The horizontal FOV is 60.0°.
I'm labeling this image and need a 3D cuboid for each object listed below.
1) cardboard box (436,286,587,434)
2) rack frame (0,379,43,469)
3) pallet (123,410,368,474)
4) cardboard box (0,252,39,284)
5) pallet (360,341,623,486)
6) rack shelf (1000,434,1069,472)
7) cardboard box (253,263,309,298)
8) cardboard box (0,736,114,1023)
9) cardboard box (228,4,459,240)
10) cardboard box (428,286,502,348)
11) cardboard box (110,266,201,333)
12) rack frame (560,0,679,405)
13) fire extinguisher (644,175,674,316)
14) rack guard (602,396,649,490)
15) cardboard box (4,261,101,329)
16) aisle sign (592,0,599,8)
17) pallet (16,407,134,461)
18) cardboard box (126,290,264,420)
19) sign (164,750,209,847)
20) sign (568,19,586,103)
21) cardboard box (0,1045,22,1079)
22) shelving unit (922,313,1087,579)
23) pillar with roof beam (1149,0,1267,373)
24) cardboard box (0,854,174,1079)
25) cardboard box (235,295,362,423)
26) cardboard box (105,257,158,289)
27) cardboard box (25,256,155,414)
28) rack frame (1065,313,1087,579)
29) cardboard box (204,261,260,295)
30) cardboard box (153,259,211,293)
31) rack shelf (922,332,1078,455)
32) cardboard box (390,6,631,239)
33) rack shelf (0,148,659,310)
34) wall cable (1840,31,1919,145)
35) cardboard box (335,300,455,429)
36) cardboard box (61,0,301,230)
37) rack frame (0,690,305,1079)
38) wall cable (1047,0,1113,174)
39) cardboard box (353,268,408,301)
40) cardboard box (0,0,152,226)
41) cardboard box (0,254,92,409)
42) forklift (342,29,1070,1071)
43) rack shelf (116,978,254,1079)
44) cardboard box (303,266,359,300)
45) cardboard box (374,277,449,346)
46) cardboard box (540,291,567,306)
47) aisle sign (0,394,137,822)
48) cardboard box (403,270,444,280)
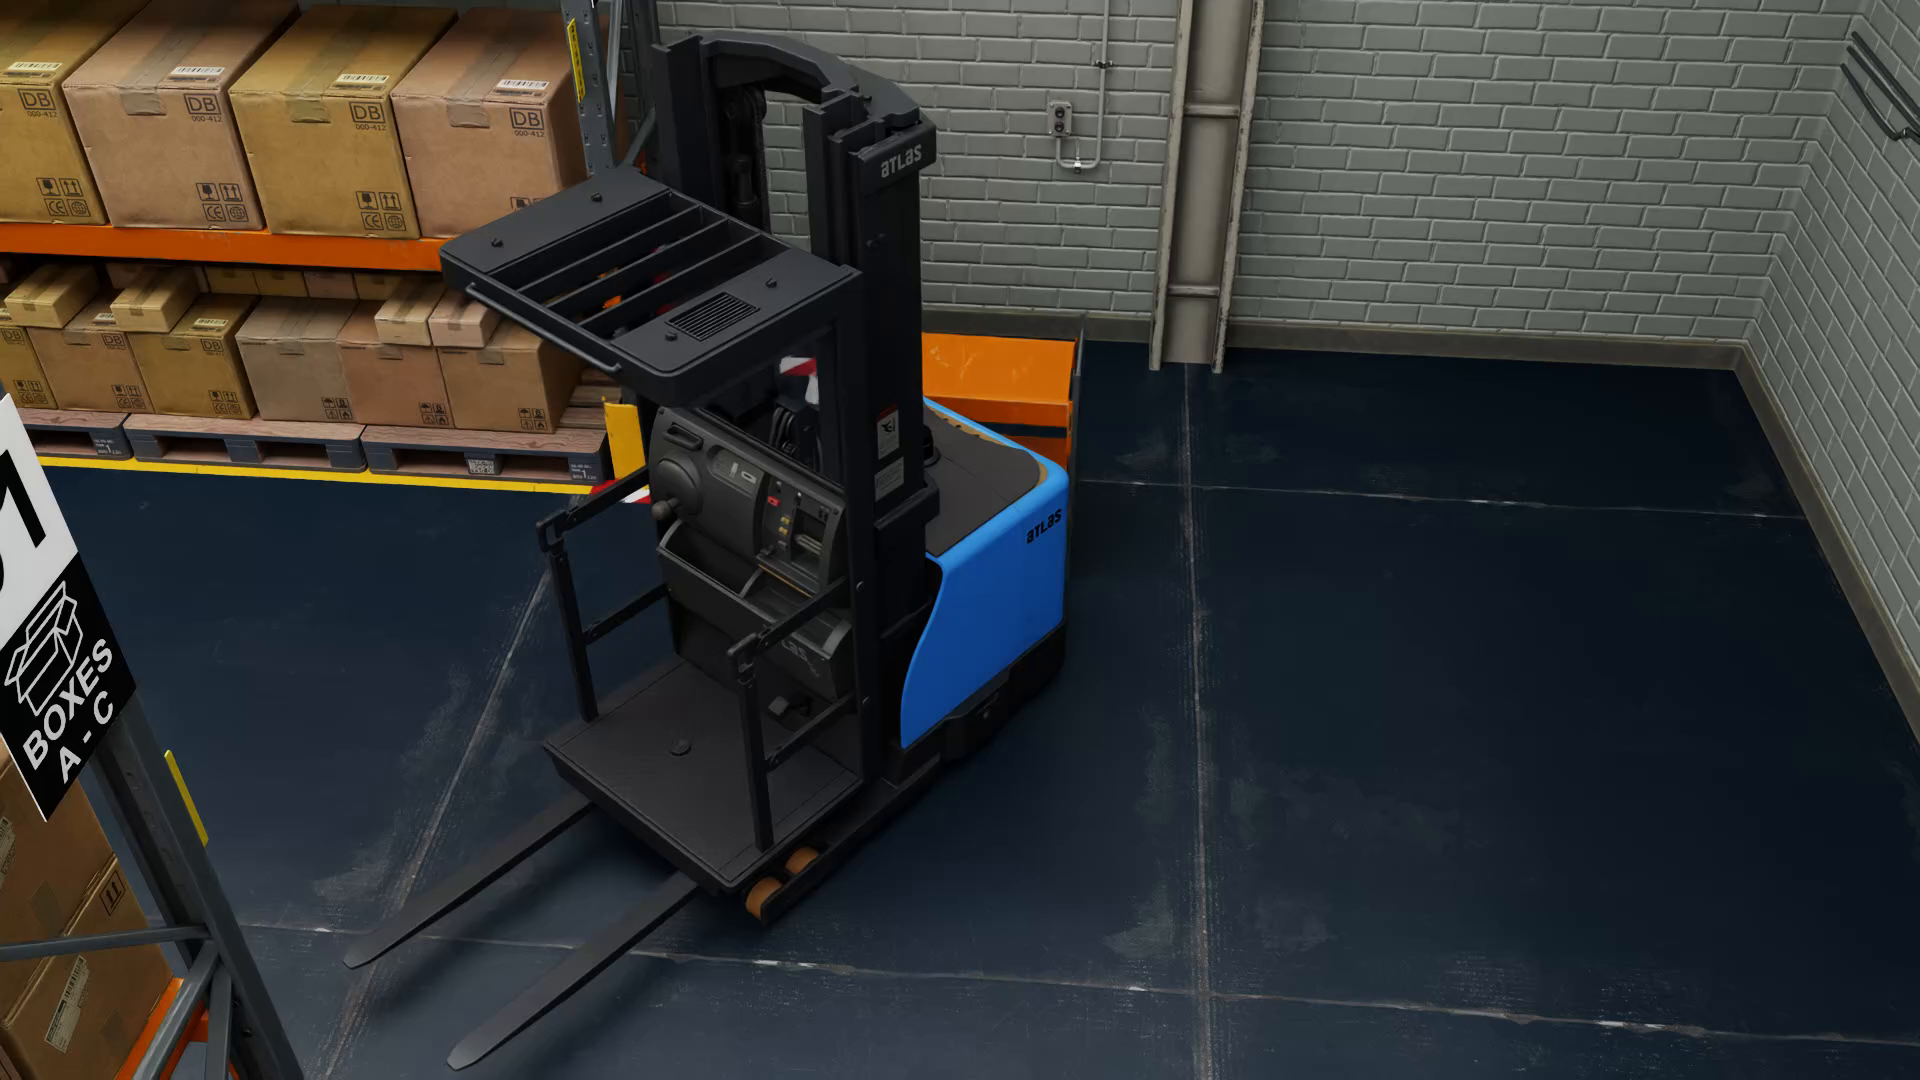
[{"bbox_3d":[-2.228,-0.948,8.357,0.500,0.500,0.700,3,39,4],"label":"cardboard box"},{"bbox_3d":[-1.946,-0.990,2.009,0.127,3.000,1.000,3,39,4],"label":"rack frame"},{"bbox_3d":[-3.537,-0.760,8.687,1.213,0.211,1.003,3,39,4],"label":"pallet"},{"bbox_3d":[-4.898,-1.470,8.484,0.250,0.149,0.380,3,39,4],"label":"cardboard box"},{"bbox_3d":[-2.325,-0.692,8.604,1.213,0.211,1.003,3,39,4],"label":"pallet"},{"bbox_3d":[0.013,-0.258,7.734,1.000,0.278,0.538,4,39,5],"label":"rack shelf"},{"bbox_3d":[-3.349,-1.387,8.381,0.250,0.149,0.380,4,39,4],"label":"cardboard box"},{"bbox_3d":[-2.365,0.720,3.789,0.500,0.500,0.500,4,39,5],"label":"cardboard box"},{"bbox_3d":[-2.757,-1.950,7.702,0.700,0.700,0.980,3,39,3],"label":"cardboard box"},{"bbox_3d":[-2.372,-1.092,8.020,0.250,0.149,0.380,3,39,3],"label":"cardboard box"},{"bbox_3d":[-3.925,-1.175,8.122,0.250,0.149,0.380,2,39,3],"label":"cardboard box"},{"bbox_3d":[-1.522,-1.779,7.730,0.127,3.000,1.000,3,39,4],"label":"rack frame"},{"bbox_3d":[-1.412,-1.306,7.506,0.183,0.674,0.296,3,39,4],"label":"fire extinguisher"},{"bbox_3d":[-1.498,-0.809,8.518,0.348,0.500,1.175,3,39,4],"label":"rack guard"},{"bbox_3d":[-4.445,-1.204,8.157,0.250,0.149,0.380,4,39,5],"label":"cardboard box"},{"bbox_3d":[-1.476,-2.595,6.673,0.004,0.787,0.394,3,39,4],"label":"aisle sign"},{"bbox_3d":[-4.756,-0.825,8.767,1.213,0.211,1.003,3,39,4],"label":"pallet"},{"bbox_3d":[-3.760,-1.027,8.453,0.500,0.500,0.700,4,39,5],"label":"cardboard box"},{"bbox_3d":[-1.899,0.659,4.049,0.005,0.325,0.100,3,39,4],"label":"sign"},{"bbox_3d":[-1.583,-1.980,6.872,0.005,0.325,0.100,3,39,4],"label":"sign"},{"bbox_3d":[-2.415,1.444,3.691,0.500,0.500,0.500,4,39,5],"label":"cardboard box"},{"bbox_3d":[0.014,-0.448,7.580,1.048,1.125,0.538,4,39,5],"label":"shelving unit"},{"bbox_3d":[0.871,-1.796,2.998,0.400,9.000,9.100,3,39,4],"label":"pillar with roof beam"},{"bbox_3d":[-2.365,1.107,4.105,0.500,0.500,0.500,4,39,5],"label":"cardboard box"},{"bbox_3d":[-3.228,-1.002,8.423,0.500,0.500,0.700,2,39,2],"label":"cardboard box"},{"bbox_3d":[-4.111,-1.428,8.433,0.250,0.149,0.380,2,39,2],"label":"cardboard box"},{"bbox_3d":[-4.271,-1.056,8.489,0.500,0.500,0.700,3,39,3],"label":"cardboard box"},{"bbox_3d":[0.519,-0.412,7.536,0.032,1.125,0.500,4,39,5],"label":"rack frame"},{"bbox_3d":[-3.602,-1.401,8.399,0.250,0.149,0.380,2,39,3],"label":"cardboard box"},{"bbox_3d":[-3.859,-1.414,8.415,0.250,0.149,0.380,4,39,4],"label":"cardboard box"},{"bbox_3d":[0.014,-0.675,7.395,1.000,0.278,0.538,4,39,5],"label":"rack shelf"},{"bbox_3d":[-2.031,-1.917,7.662,0.700,0.700,0.980,5,39,6],"label":"cardboard box"},{"bbox_3d":[-3.515,-1.609,8.091,4.000,0.370,1.077,3,39,4],"label":"rack shelf"},{"bbox_3d":[4.082,-2.369,6.162,0.112,2.526,3.097,3,39,4],"label":"wall cable"},{"bbox_3d":[-2.727,-0.975,8.390,0.500,0.500,0.700,3,39,4],"label":"cardboard box"},{"bbox_3d":[-3.516,-1.997,7.760,0.700,0.700,0.980,1,39,2],"label":"cardboard box"},{"bbox_3d":[-1.946,1.336,3.903,0.127,3.000,1.000,3,39,4],"label":"rack frame"},{"bbox_3d":[-0.165,-2.699,8.055,1.851,1.984,0.084,3,39,4],"label":"wall cable"},{"bbox_3d":[-2.840,-1.360,8.348,0.250,0.149,0.380,3,39,4],"label":"cardboard box"},{"bbox_3d":[-4.241,-2.031,7.801,0.700,0.700,0.980,2,39,3],"label":"cardboard box"},{"bbox_3d":[-4.771,-1.086,8.525,0.500,0.500,0.700,4,39,4],"label":"cardboard box"},{"bbox_3d":[-0.900,-0.084,5.702,1.130,2.935,3.031,29,47,31],"label":"forklift"},{"bbox_3d":[-3.938,1.506,4.264,4.000,0.370,1.077,3,39,4],"label":"rack shelf"},{"bbox_3d":[-3.094,-1.373,8.365,0.250,0.149,0.380,4,39,4],"label":"cardboard box"},{"bbox_3d":[-2.626,-1.106,8.036,0.250,0.149,0.380,4,39,5],"label":"cardboard box"},{"bbox_3d":[-2.086,-1.319,8.298,0.250,0.149,0.380,3,39,4],"label":"cardboard box"},{"bbox_3d":[-1.852,0.147,3.304,0.004,0.787,0.394,3,39,4],"label":"aisle sign"},{"bbox_3d":[-2.591,-1.346,8.331,0.250,0.149,0.380,3,39,4],"label":"cardboard box"}]
